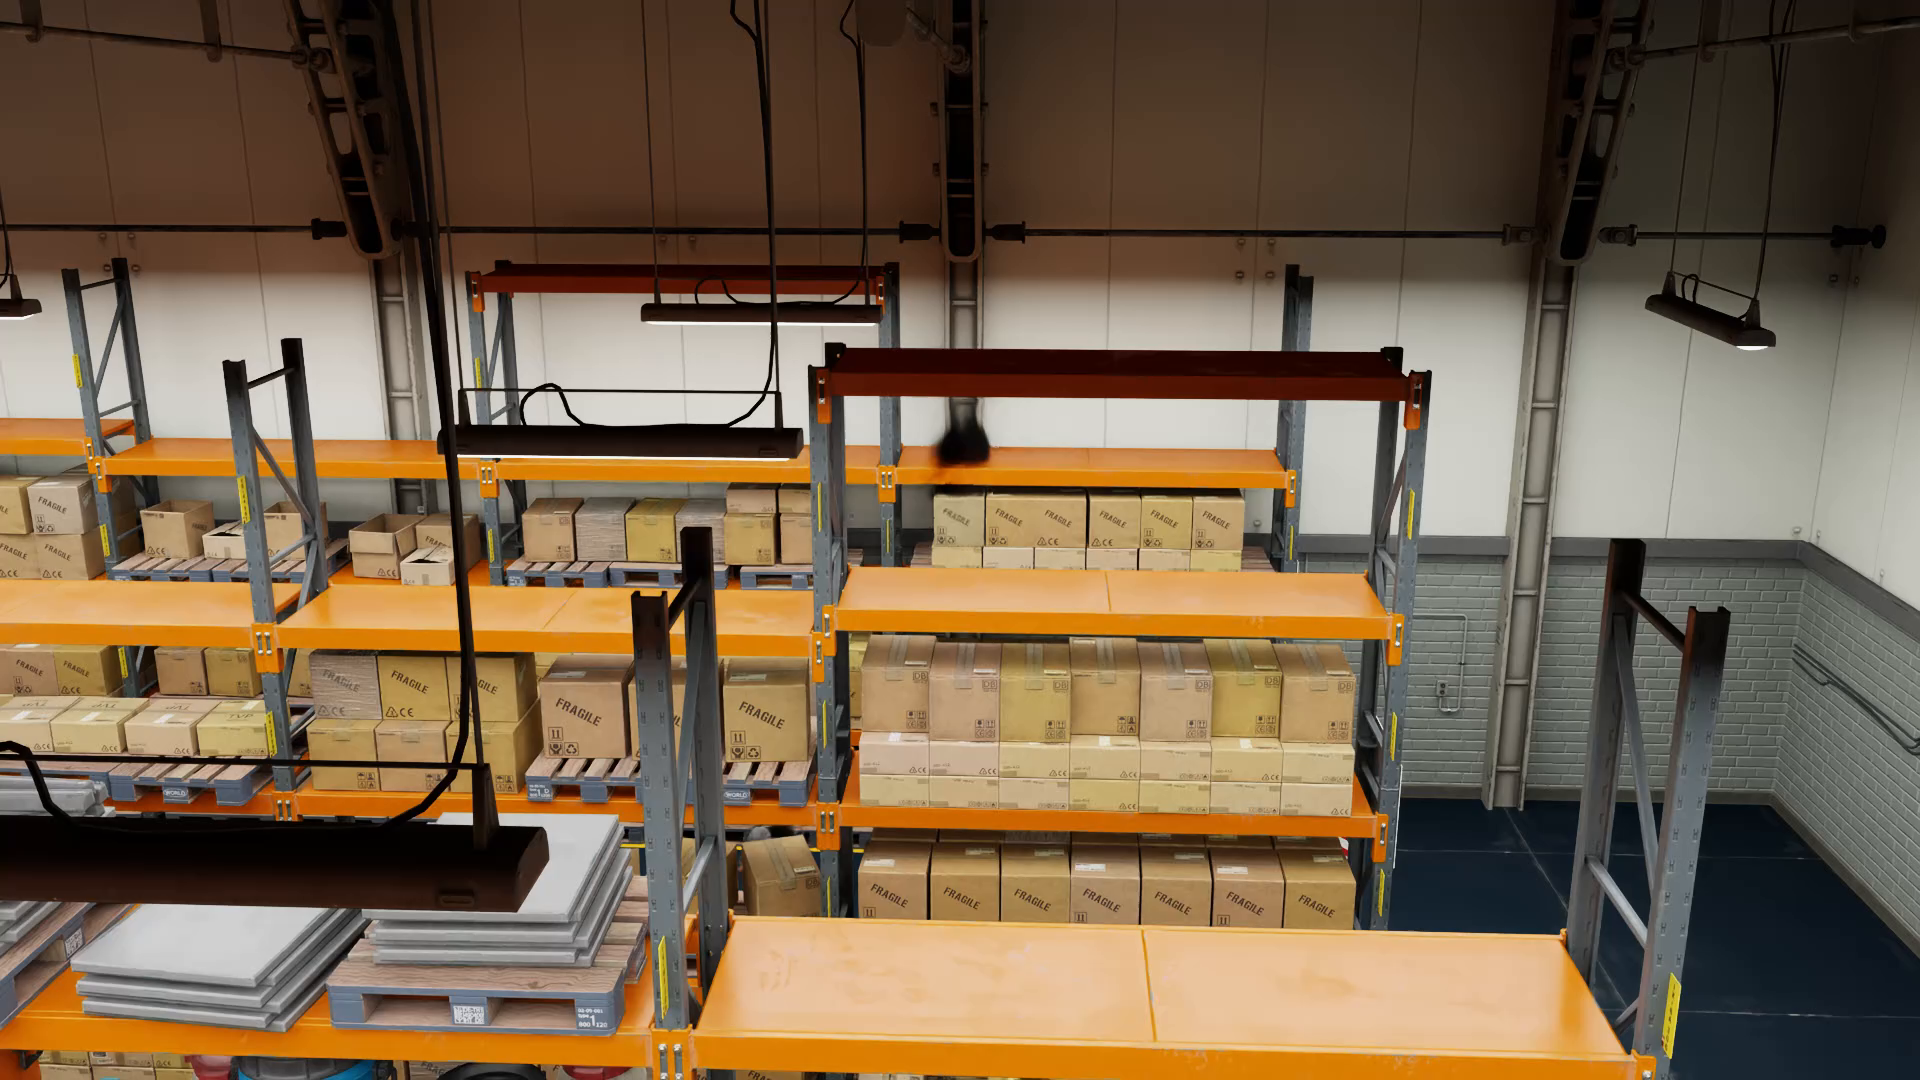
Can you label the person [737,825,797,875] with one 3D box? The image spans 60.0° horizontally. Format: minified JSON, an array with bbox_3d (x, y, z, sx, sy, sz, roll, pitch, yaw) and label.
[{"bbox_3d":[-1.642,3.078,14.940,0.855,1.728,0.647,3,16,12],"label":"person"}]
